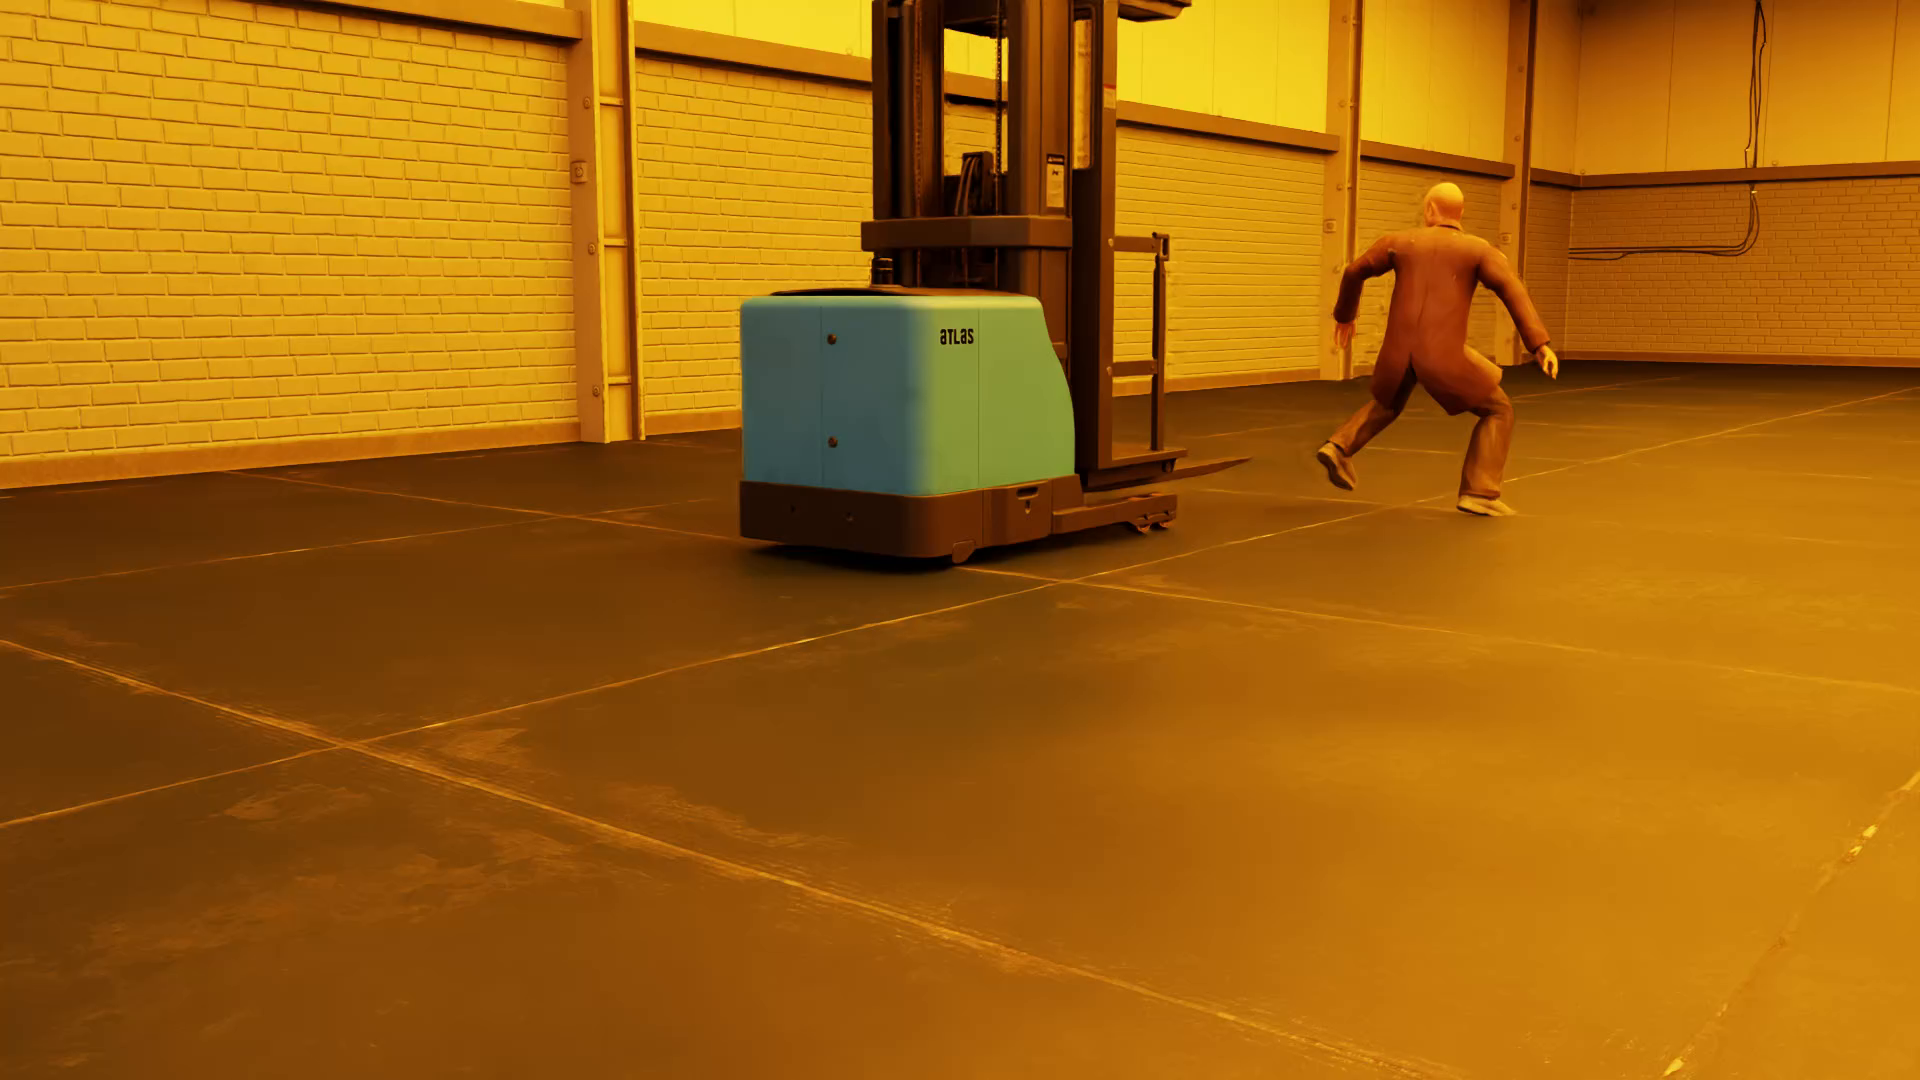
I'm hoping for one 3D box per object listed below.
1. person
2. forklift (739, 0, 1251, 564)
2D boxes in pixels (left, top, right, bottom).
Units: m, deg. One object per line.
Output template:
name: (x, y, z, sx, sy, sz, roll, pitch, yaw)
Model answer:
person: (2.378, -0.923, 8.247, 1.177, 1.671, 0.539, 7, 11, 38)
forklift: (0.366, -1.523, 7.690, 1.130, 2.935, 3.031, 6, 10, 37)
